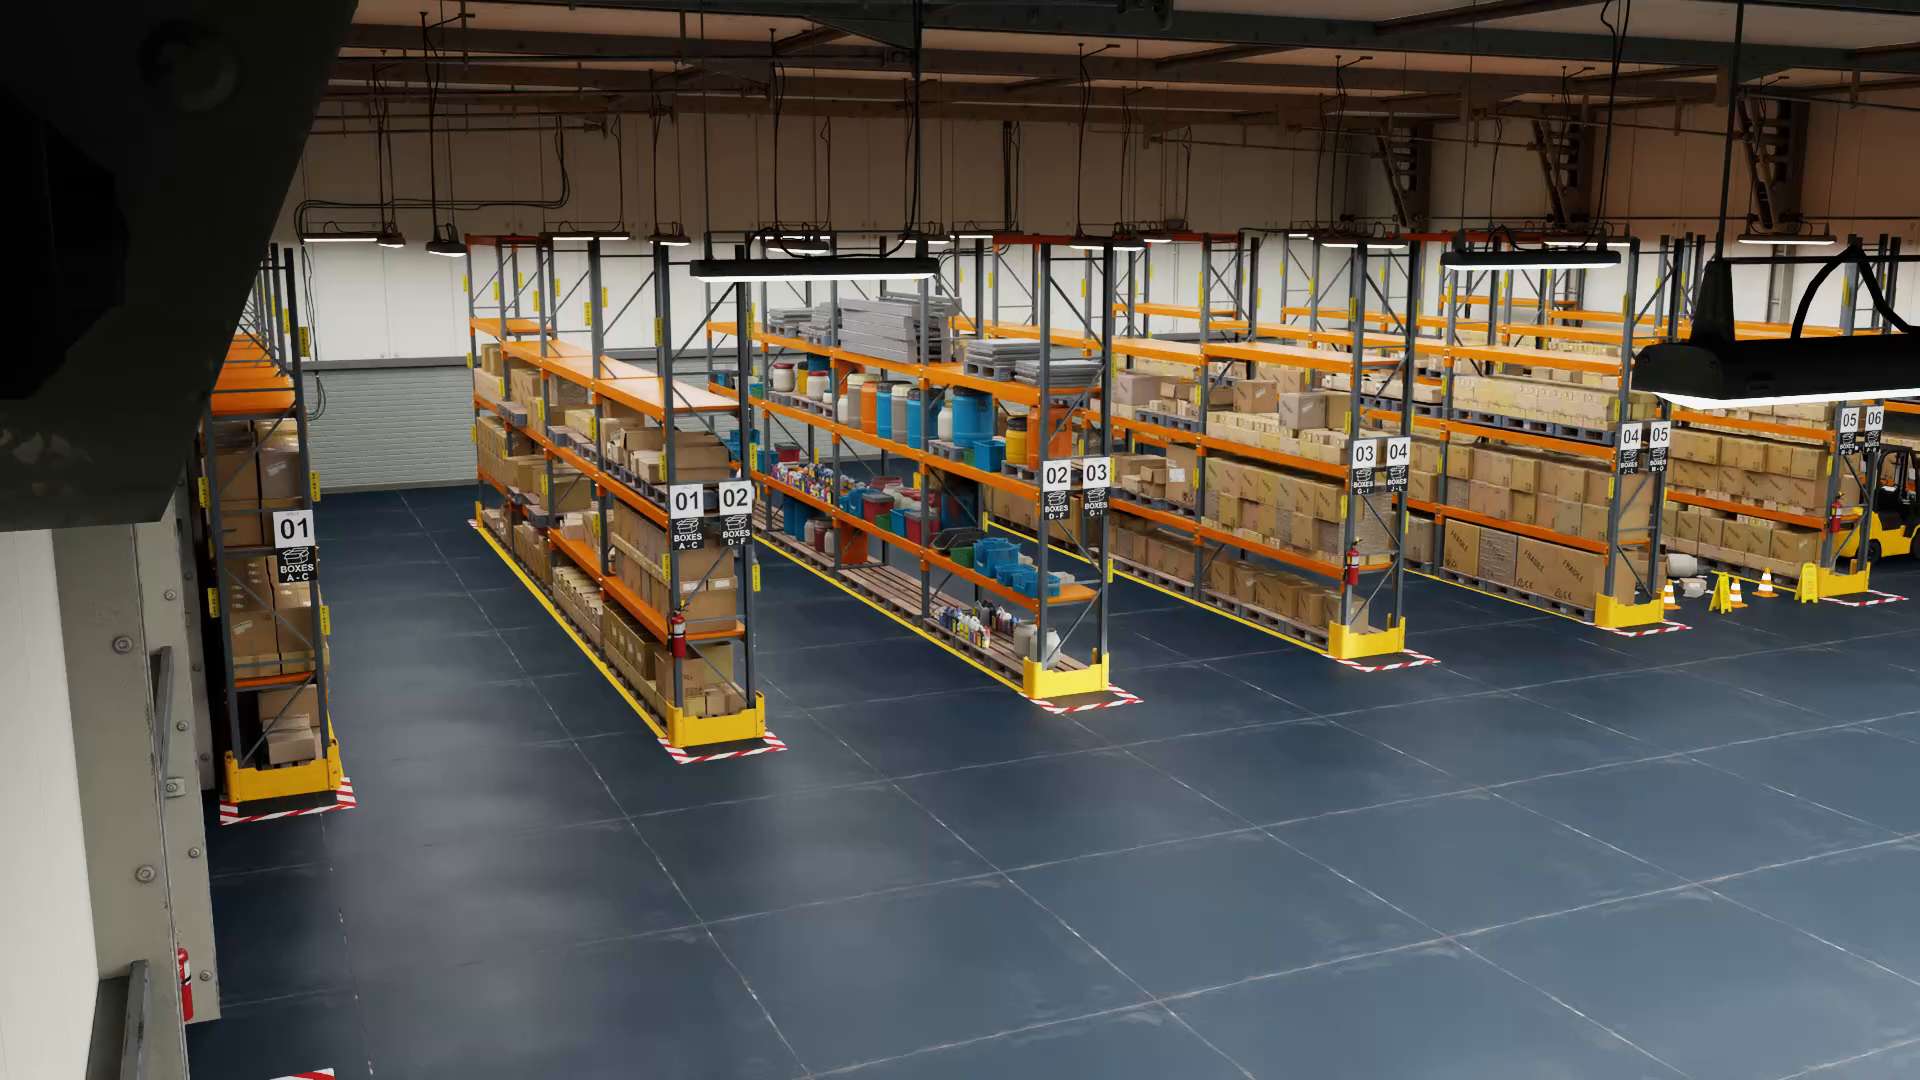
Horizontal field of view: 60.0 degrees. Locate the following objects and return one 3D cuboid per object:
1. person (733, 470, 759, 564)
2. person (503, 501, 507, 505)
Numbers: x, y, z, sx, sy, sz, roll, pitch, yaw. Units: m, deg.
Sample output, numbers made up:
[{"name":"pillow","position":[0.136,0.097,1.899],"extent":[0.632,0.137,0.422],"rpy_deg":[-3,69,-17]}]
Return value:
[{"name":"person","position":[-4.027,-0.453,30.822],"extent":[0.591,1.705,1.038],"rpy_deg":[-5,12,-22]},{"name":"person","position":[-9.528,-1.443,35.999],"extent":[0.865,1.702,0.705],"rpy_deg":[-6,12,-27]}]
